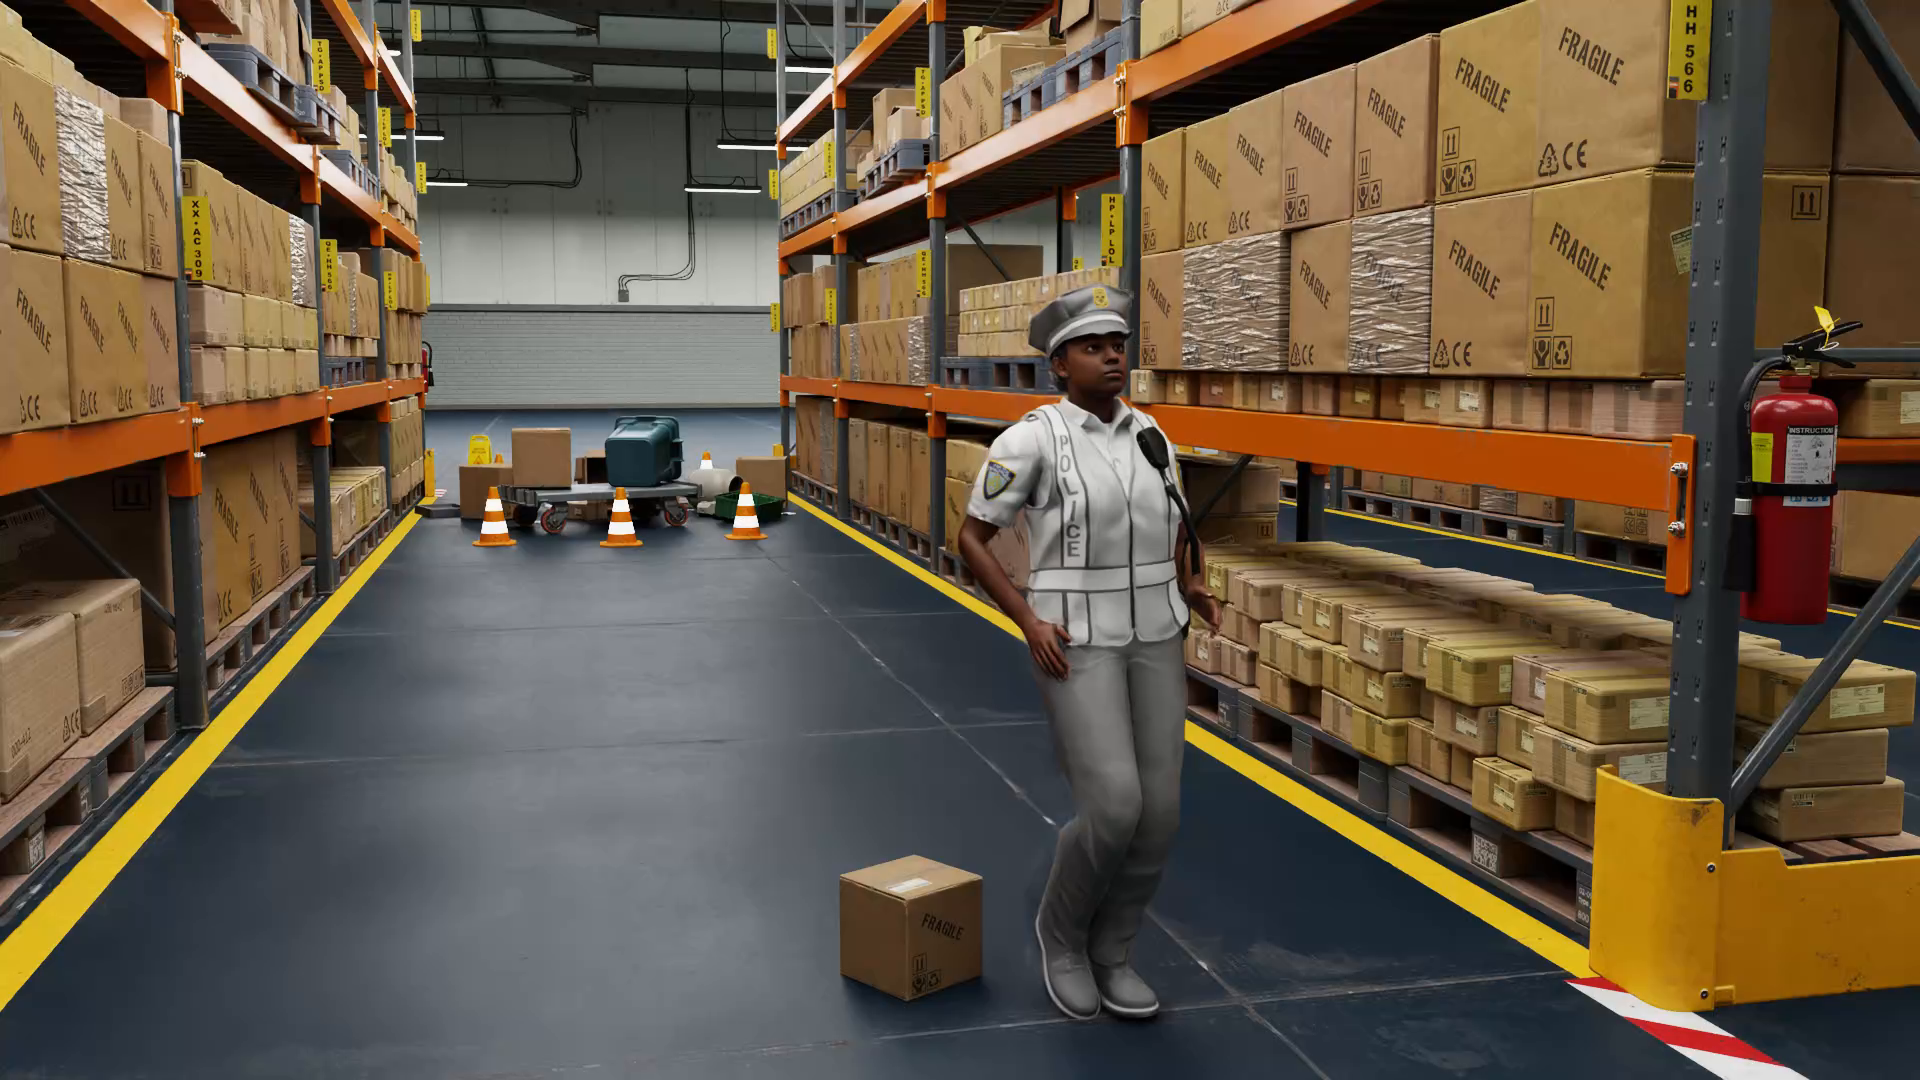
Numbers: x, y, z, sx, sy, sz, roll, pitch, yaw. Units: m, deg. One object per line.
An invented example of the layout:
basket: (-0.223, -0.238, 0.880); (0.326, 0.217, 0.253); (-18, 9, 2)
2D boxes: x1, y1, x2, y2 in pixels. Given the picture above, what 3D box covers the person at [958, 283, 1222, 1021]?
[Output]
person: (0.346, 0.257, 3.817); (0.591, 1.680, 0.508); (-3, 7, -27)
